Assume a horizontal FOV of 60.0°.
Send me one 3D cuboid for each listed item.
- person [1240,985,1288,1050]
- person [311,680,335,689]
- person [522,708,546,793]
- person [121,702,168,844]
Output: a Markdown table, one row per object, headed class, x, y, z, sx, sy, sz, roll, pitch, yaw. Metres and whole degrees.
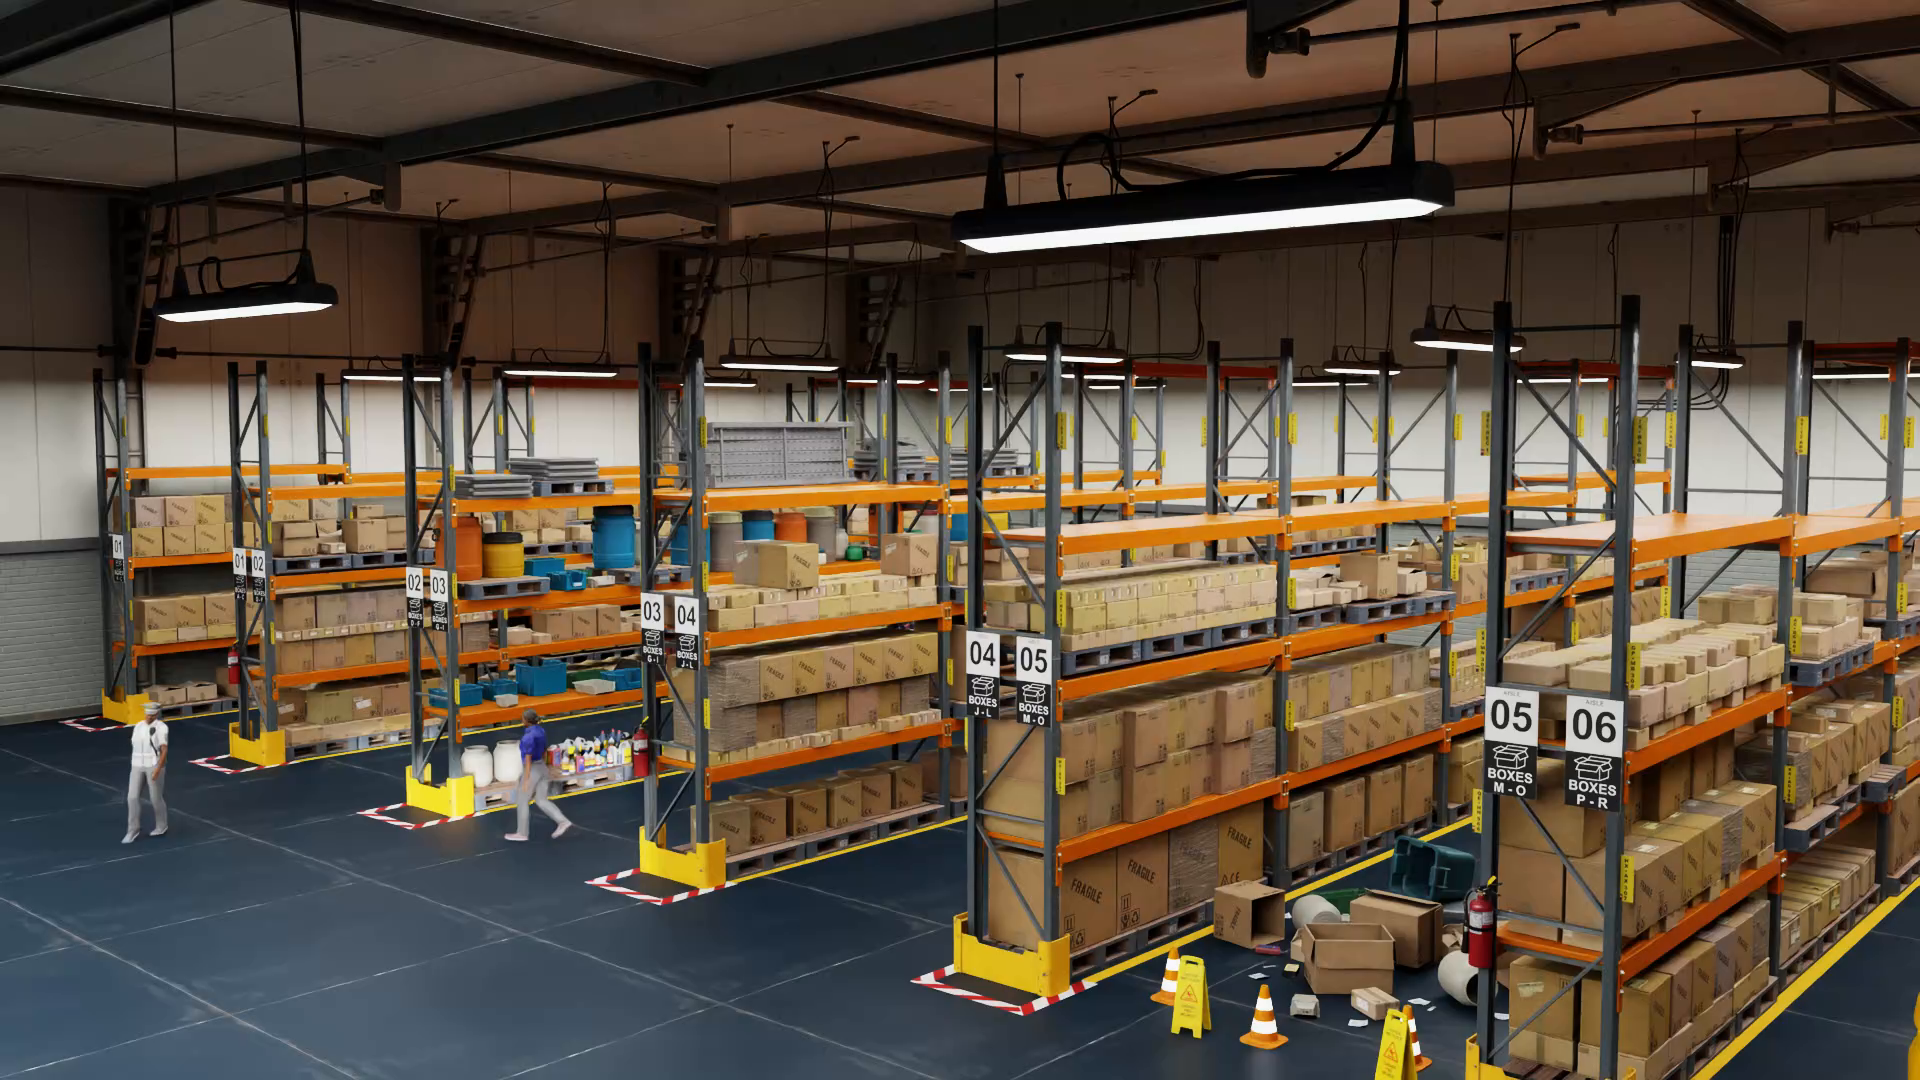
| class | x | y | z | sx | sy | sz | roll | pitch | yaw |
| --- | --- | --- | --- | --- | --- | --- | --- | --- | --- |
| person | -7.678 | 0.739 | 19.418 | 22.351 | 6.000 | 22.089 | -3 | 5 | -37 |
| person | -10.727 | 2.206 | 28.111 | 0.600 | 1.630 | 0.639 | 1 | 4 | 17 |
| person | -5.211 | 2.539 | 20.263 | 0.257 | 0.998 | 0.525 | 1 | 4 | 18 |
| person | -9.996 | 2.849 | 20.421 | 0.449 | 1.694 | 0.620 | 0 | 4 | 1 |
